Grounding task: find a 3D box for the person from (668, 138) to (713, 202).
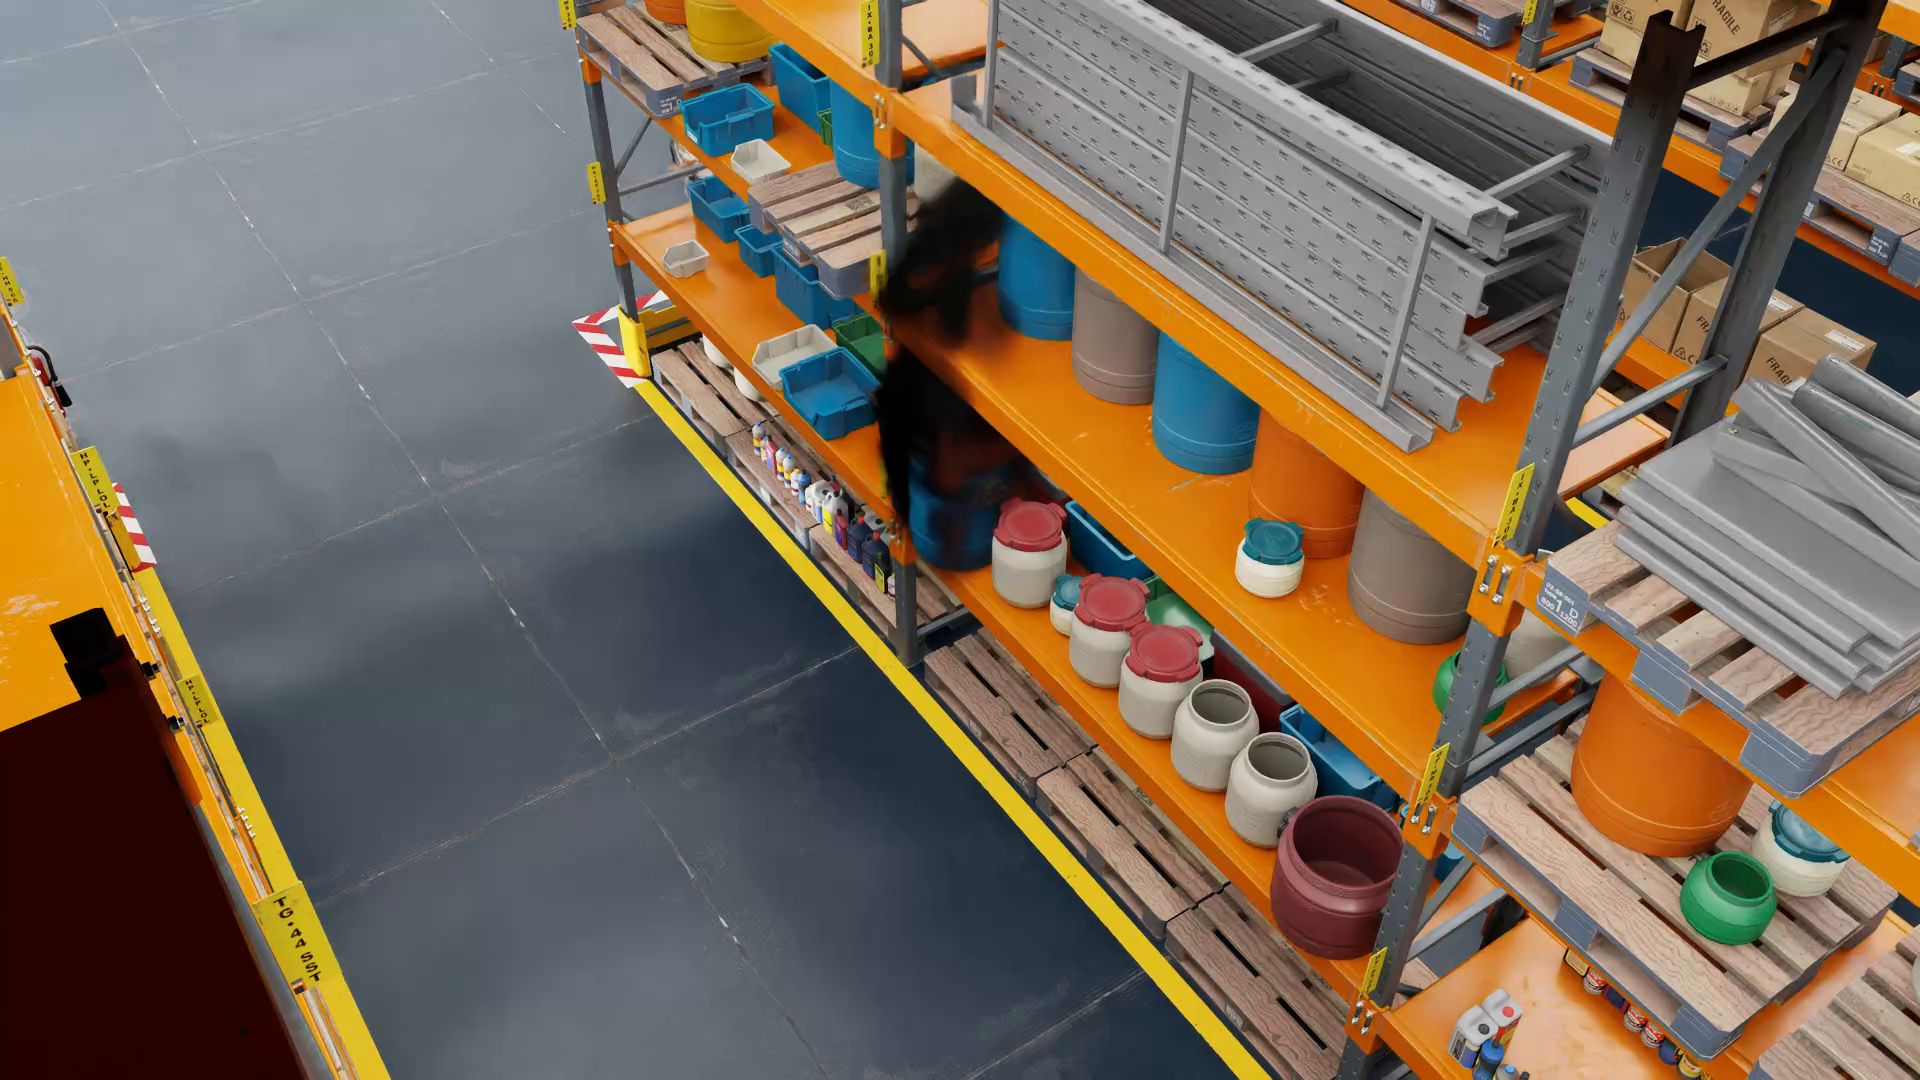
[{"bbox_3d":[-2.167,-3.119,13.968,0.524,1.611,0.683,8,43,8],"label":"person"}]
